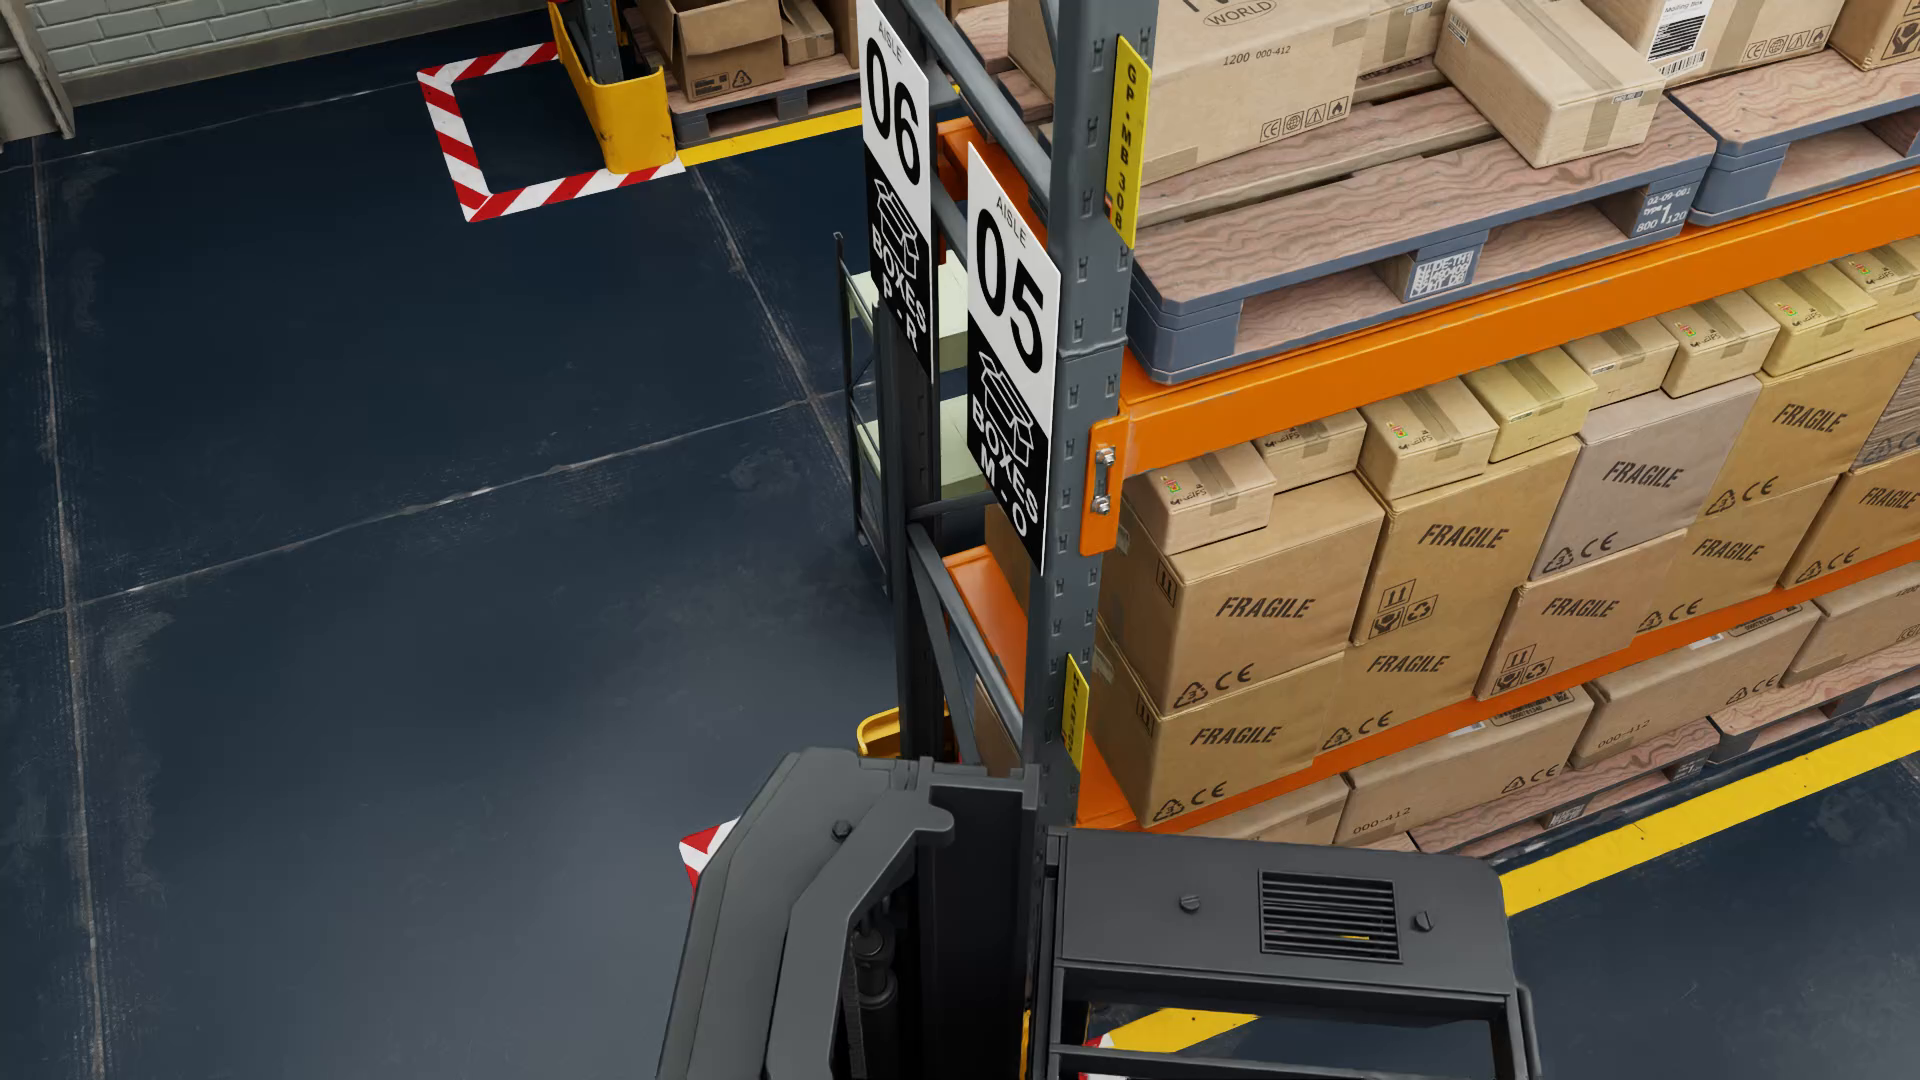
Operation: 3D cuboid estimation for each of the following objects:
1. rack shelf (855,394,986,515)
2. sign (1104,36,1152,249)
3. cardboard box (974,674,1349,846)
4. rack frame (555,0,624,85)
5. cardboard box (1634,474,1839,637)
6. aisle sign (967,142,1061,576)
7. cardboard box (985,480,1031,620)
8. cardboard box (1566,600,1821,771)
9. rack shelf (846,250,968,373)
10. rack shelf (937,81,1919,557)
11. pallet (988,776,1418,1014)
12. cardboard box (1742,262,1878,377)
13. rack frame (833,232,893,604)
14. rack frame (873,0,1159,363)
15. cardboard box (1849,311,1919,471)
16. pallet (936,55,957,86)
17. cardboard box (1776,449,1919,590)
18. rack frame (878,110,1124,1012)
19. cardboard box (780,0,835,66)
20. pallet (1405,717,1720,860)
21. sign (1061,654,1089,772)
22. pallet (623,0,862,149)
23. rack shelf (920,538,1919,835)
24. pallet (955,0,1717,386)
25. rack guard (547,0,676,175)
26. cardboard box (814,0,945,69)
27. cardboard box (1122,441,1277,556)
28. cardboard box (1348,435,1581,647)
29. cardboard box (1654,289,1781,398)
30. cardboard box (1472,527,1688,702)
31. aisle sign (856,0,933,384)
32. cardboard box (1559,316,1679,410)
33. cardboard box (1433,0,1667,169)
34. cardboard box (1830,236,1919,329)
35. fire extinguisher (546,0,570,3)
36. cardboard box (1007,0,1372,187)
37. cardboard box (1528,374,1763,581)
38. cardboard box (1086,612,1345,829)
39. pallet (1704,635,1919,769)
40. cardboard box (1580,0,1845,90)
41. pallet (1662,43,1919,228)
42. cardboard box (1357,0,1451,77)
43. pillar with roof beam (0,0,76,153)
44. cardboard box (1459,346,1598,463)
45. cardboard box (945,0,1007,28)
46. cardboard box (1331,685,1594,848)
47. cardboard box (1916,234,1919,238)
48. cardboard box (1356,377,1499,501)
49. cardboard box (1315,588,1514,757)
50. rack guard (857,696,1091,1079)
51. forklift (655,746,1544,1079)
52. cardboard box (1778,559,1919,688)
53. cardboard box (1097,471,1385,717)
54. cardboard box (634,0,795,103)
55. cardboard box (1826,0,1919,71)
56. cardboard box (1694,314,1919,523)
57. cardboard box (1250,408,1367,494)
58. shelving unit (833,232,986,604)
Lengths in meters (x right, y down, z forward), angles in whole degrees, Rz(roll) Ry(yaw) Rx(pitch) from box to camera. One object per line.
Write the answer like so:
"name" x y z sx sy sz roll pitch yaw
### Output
"rack shelf" 0.006 -0.278 6.271 0.720 0.370 0.431 -17 52 -14
"sign" 0.252 -0.596 2.520 0.005 0.325 0.100 -17 52 -14
"cardboard box" 0.621 0.738 5.391 0.875 0.438 0.875 -19 52 -15
"rack frame" -1.832 -3.185 7.349 0.127 3.000 1.000 -17 52 -14
"cardboard box" 1.994 -0.122 4.652 0.500 0.500 0.500 -16 51 -13
"aisle sign" 0.091 -0.323 3.177 0.004 0.787 0.394 -17 52 -14
"cardboard box" 0.394 -0.057 4.596 0.500 0.500 0.500 -17 51 -14
"cardboard box" 2.301 0.213 5.843 0.875 0.438 0.875 -19 52 -15
"rack shelf" 0.006 -0.745 5.727 0.720 0.370 0.431 -17 52 -14
"rack shelf" 1.899 -1.017 3.983 4.000 0.370 1.077 -17 52 -14
"pallet" 0.759 0.924 5.658 1.213 0.211 1.003 -17 52 -14
"cardboard box" 1.933 -0.592 3.970 0.250 0.149 0.380 -18 52 -15
"rack frame" -0.333 -0.386 5.933 0.023 1.500 0.400 -17 52 -14
"rack frame" 0.048 -1.654 2.080 0.127 3.000 1.000 -17 52 -14
"cardboard box" 2.478 -0.584 4.390 0.500 0.500 0.500 -17 51 -14
"pallet" 0.103 -2.875 8.920 1.213 0.211 1.003 -17 52 -14
"cardboard box" 2.484 -0.261 4.772 0.500 0.500 0.500 -18 52 -15
"rack frame" 0.048 0.300 4.356 0.127 3.000 1.000 -17 52 -14
"cardboard box" -0.822 -2.596 8.446 0.250 0.149 0.380 -19 52 -16
"pallet" 1.886 0.577 5.956 1.213 0.211 1.003 -17 52 -14
"sign" 0.252 0.384 3.661 0.005 0.325 0.100 -17 52 -14
"pallet" -1.024 -2.528 8.622 1.213 0.211 1.003 -17 52 -14
"rack shelf" 1.899 -0.039 5.121 4.000 0.370 1.077 -17 52 -14
"pallet" 0.731 -0.868 3.441 1.213 0.211 1.003 -17 52 -14
"rack guard" -1.762 -2.392 8.316 0.348 0.500 1.175 -17 52 -14
"cardboard box" -0.424 -2.834 8.418 0.500 0.500 0.700 -15 51 -13
"cardboard box" 0.481 -0.177 3.613 0.250 0.149 0.380 -16 51 -13
"cardboard box" 1.076 -0.149 4.017 0.500 0.500 0.500 -18 52 -15
"cardboard box" 1.688 -0.539 3.924 0.250 0.149 0.380 -17 51 -14
"cardboard box" 1.536 0.033 4.519 0.500 0.500 0.500 -17 52 -14
"aisle sign" -0.136 -0.744 3.539 0.004 0.787 0.394 -17 52 -14
"cardboard box" 1.441 -0.497 3.888 0.250 0.149 0.380 -17 51 -14
"cardboard box" 1.142 -0.915 3.245 0.250 0.149 0.380 -16 51 -13
"cardboard box" 2.157 -0.702 4.064 0.250 0.149 0.380 -17 52 -14
"fire extinguisher" -1.794 -2.671 7.205 0.183 0.674 0.296 -17 52 -14
"cardboard box" 0.430 -0.990 3.243 0.500 0.250 0.500 -22 53 -18
"cardboard box" 1.549 -0.302 4.148 0.500 0.500 0.500 -18 52 -15
"cardboard box" 0.601 0.331 4.263 0.500 0.500 0.500 -18 52 -15
"pallet" 3.017 0.224 6.259 1.213 0.211 1.003 -17 52 -14
"cardboard box" 1.453 -1.212 3.393 0.500 0.311 0.500 -16 51 -14
"pallet" 1.862 -1.221 3.744 1.213 0.211 1.003 -17 52 -14
"cardboard box" 0.788 -1.134 3.433 0.250 0.149 0.380 -21 52 -17
"pillar with roof beam" -3.041 -1.976 2.356 0.400 9.000 9.100 -17 52 -14
"cardboard box" 1.218 -0.384 3.791 0.250 0.149 0.380 -19 52 -15
"cardboard box" 0.103 -2.916 8.488 0.500 0.500 0.500 -16 51 -14
"cardboard box" 1.465 0.470 5.622 0.875 0.438 0.875 -16 51 -13
"cardboard box" 2.379 -0.783 4.133 0.250 0.149 0.380 -18 52 -15
"cardboard box" 0.981 -0.296 3.715 0.250 0.149 0.380 -16 51 -13
"cardboard box" 1.059 0.167 4.404 0.500 0.500 0.500 -18 52 -15
"rack guard" 0.026 1.121 5.298 0.348 0.500 1.175 -17 52 -14
"forklift" 0.414 1.590 3.293 3.031 2.935 1.130 4 49 3
"cardboard box" 3.129 -0.045 6.064 0.875 0.438 0.875 -18 52 -15
"cardboard box" 0.600 0.004 3.885 0.500 0.500 0.500 -18 52 -15
"cardboard box" -1.230 -2.617 8.230 0.637 0.503 0.797 -19 52 -16
"cardboard box" 1.971 -1.352 3.389 0.500 0.500 0.500 -16 51 -14
"cardboard box" 2.011 -0.446 4.271 0.500 0.500 0.500 -17 51 -14
"cardboard box" 0.697 -0.302 3.720 0.250 0.149 0.380 -16 51 -13
"shelving unit" 0.006 -0.491 6.023 0.755 1.500 0.431 -17 52 -14
